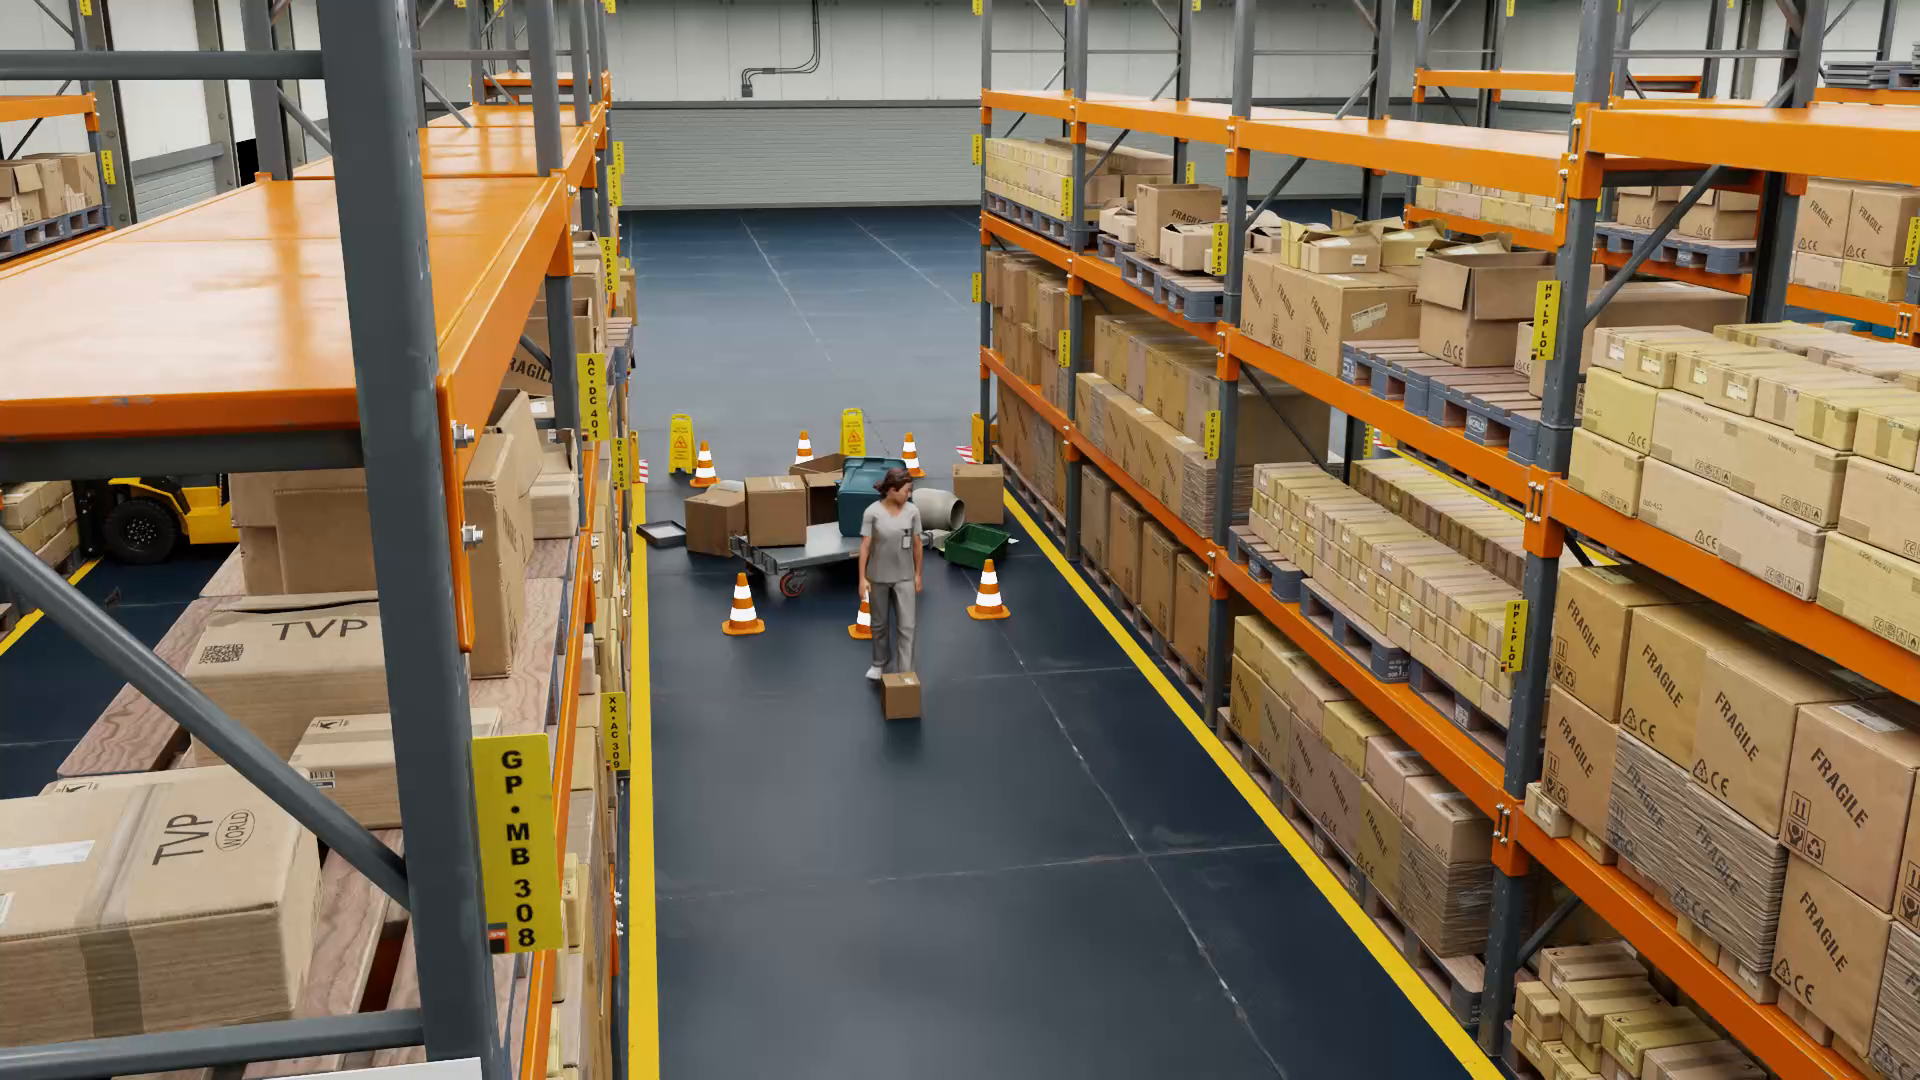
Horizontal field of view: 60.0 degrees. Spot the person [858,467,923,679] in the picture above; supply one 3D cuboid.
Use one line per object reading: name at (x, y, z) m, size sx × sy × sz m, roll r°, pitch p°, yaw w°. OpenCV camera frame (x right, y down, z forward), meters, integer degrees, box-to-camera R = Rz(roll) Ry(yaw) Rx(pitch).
person at (-0.498, 0.294, 12.002) m, size 0.474 × 1.659 × 0.762 m, roll -1°, pitch 16°, yaw -5°
